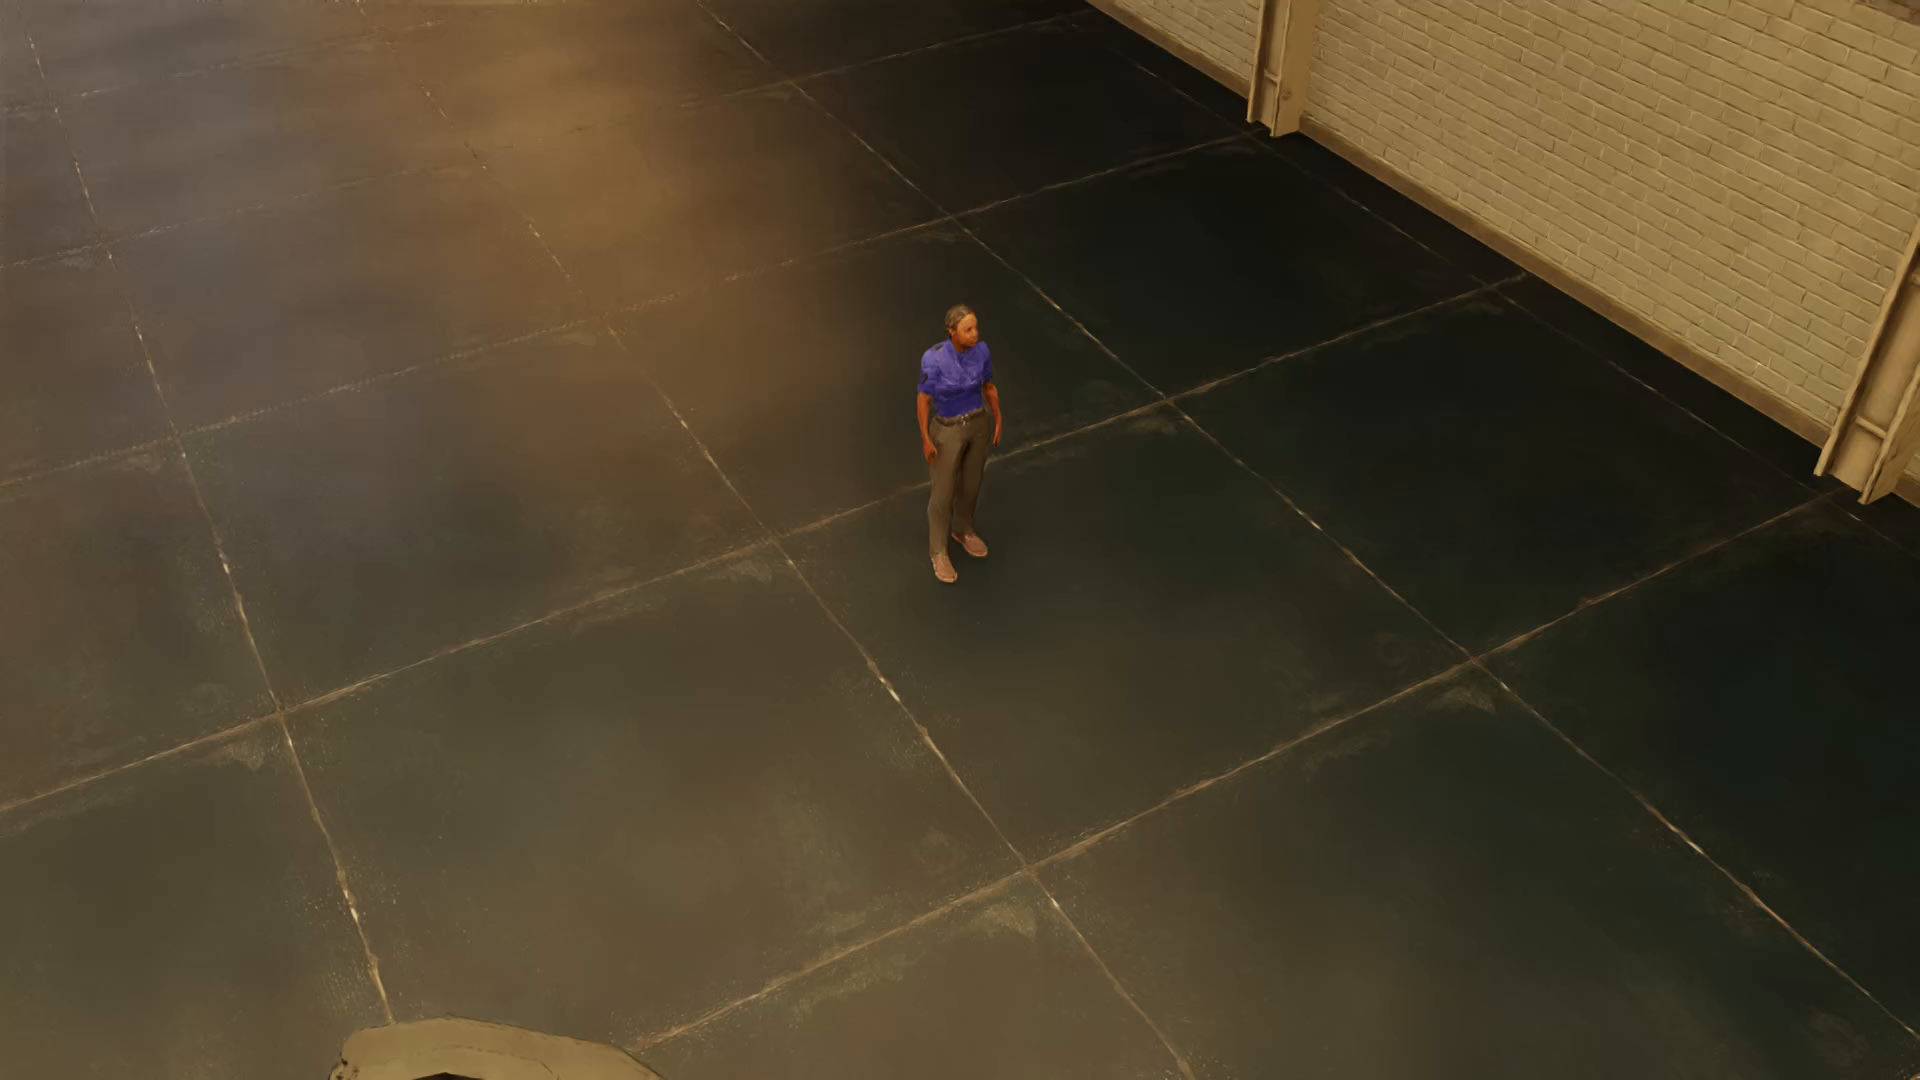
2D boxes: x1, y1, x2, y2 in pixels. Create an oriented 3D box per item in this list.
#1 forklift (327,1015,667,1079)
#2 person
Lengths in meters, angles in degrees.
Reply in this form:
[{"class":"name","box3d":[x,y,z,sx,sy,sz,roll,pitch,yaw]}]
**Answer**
[{"class":"forklift","box3d":[-1.299,2.829,4.625,1.130,2.935,3.031,7,40,9]},{"class":"person","box3d":[0.027,-0.583,9.737,0.570,1.642,0.503,-20,44,-23]}]
